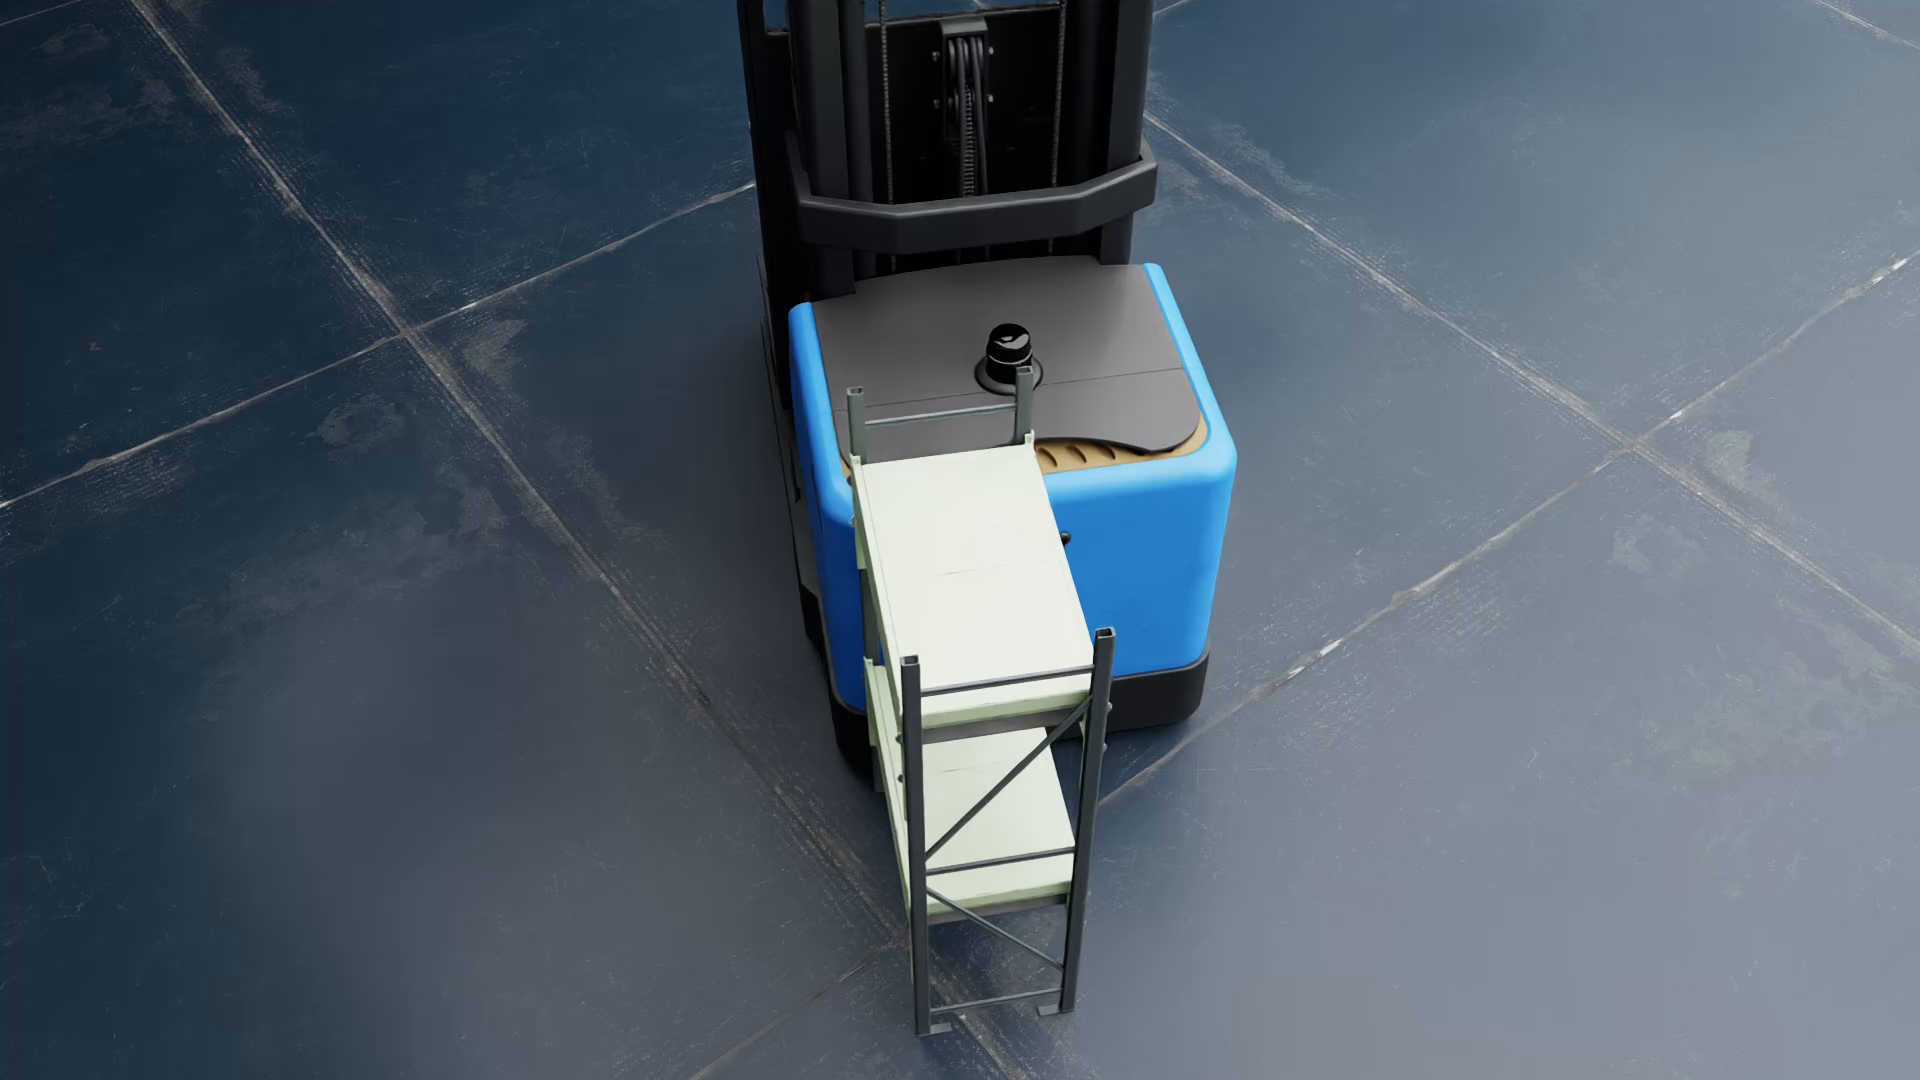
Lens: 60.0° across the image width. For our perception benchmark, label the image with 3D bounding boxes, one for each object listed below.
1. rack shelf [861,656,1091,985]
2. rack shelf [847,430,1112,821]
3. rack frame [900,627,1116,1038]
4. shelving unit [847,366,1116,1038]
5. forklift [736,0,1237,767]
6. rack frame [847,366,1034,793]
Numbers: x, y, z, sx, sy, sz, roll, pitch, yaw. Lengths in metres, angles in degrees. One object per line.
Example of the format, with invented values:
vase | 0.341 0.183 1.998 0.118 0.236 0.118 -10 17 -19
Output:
rack shelf | 0.024 0.650 4.088 0.431 0.370 0.720 -8 48 -7
rack shelf | 0.024 0.169 3.557 0.431 0.370 0.720 -8 48 -7
rack frame | 0.089 0.698 3.605 0.400 1.500 0.023 -8 48 -7
shelving unit | 0.024 0.431 3.846 0.431 1.500 0.755 -8 48 -7
forklift | -0.078 -1.470 4.605 1.130 2.935 3.031 -8 48 -7
rack frame | -0.041 0.164 4.088 0.400 1.500 0.023 -8 48 -7
